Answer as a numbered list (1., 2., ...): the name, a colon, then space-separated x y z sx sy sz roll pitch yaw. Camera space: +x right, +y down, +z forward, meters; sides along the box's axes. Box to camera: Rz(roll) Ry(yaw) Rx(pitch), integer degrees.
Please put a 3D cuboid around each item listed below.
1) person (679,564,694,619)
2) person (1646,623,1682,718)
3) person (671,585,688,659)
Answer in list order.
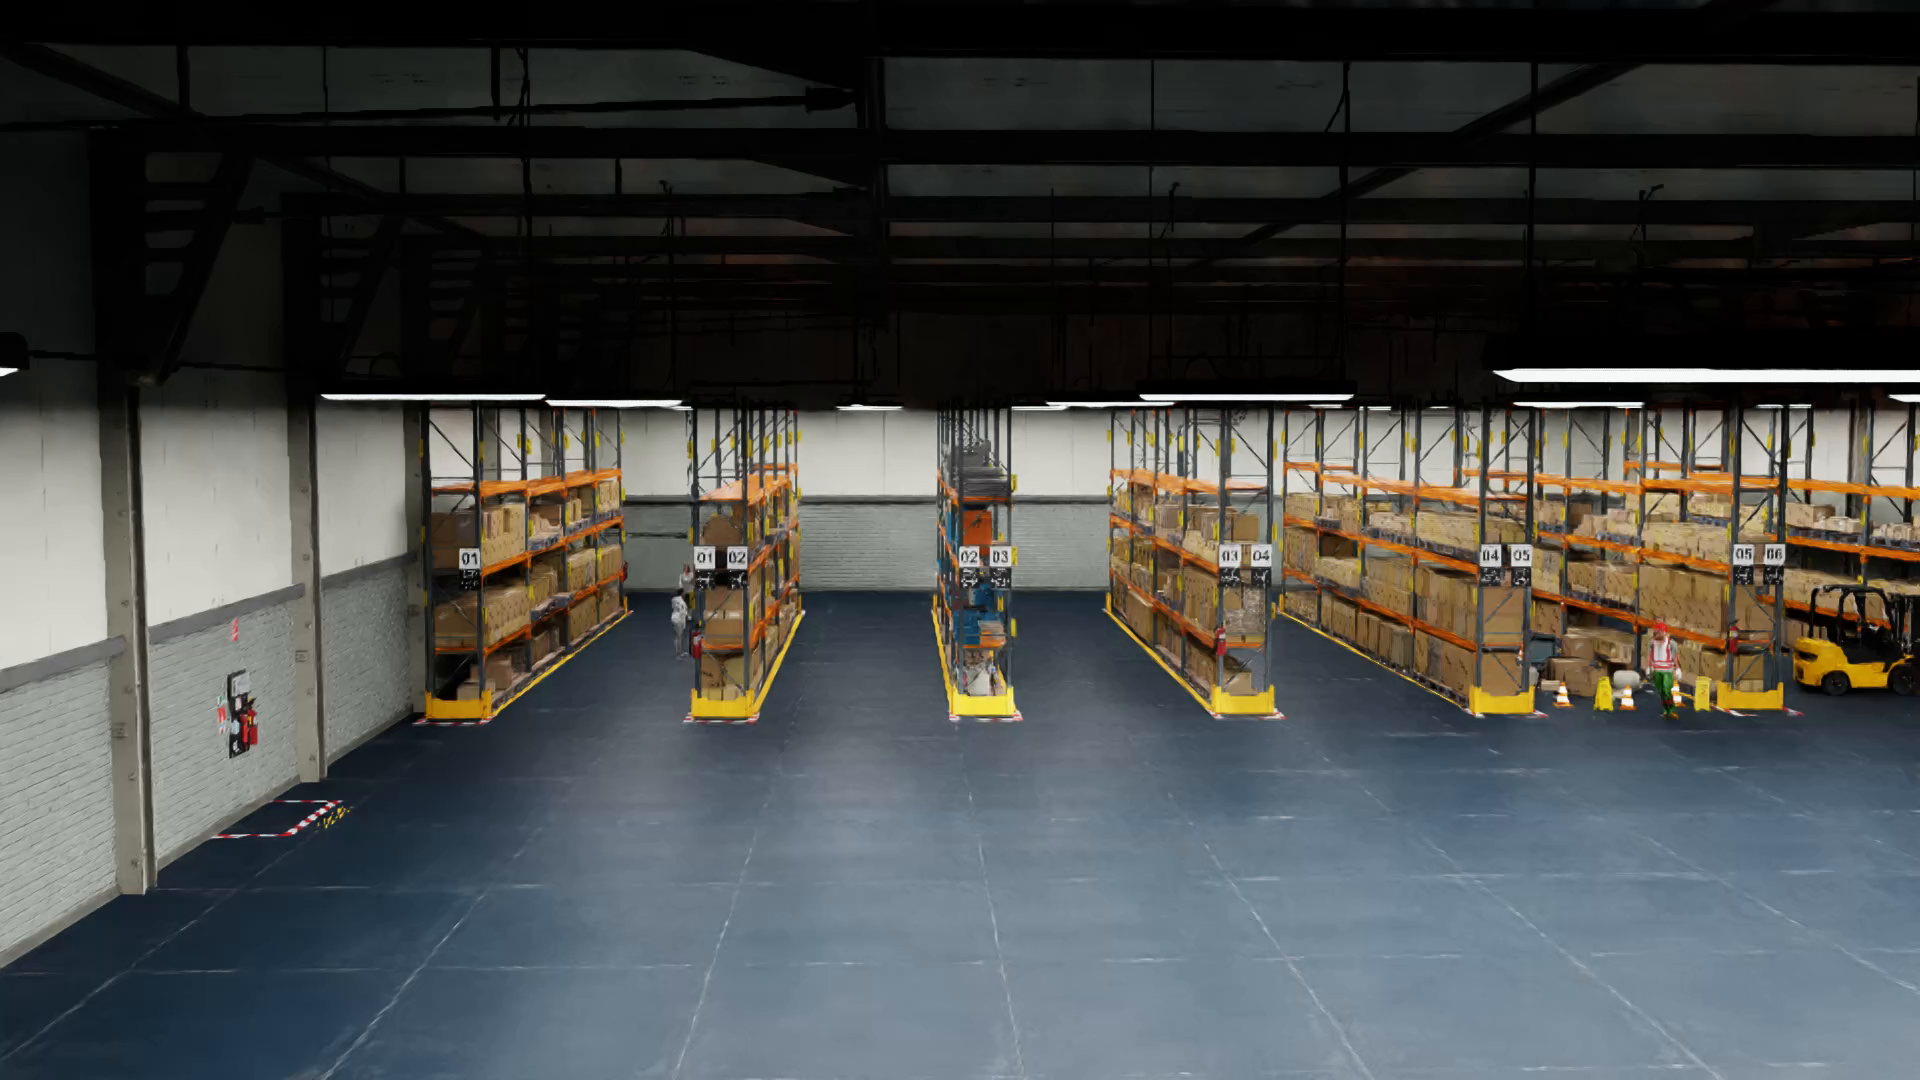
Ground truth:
1. person: -7.539 1.406 45.914 0.417 1.517 1.037 0 4 0
2. person: 13.106 2.429 30.958 0.481 1.775 0.640 -4 6 -40
3. person: -6.482 1.895 38.591 0.415 1.677 0.537 -3 5 -33
